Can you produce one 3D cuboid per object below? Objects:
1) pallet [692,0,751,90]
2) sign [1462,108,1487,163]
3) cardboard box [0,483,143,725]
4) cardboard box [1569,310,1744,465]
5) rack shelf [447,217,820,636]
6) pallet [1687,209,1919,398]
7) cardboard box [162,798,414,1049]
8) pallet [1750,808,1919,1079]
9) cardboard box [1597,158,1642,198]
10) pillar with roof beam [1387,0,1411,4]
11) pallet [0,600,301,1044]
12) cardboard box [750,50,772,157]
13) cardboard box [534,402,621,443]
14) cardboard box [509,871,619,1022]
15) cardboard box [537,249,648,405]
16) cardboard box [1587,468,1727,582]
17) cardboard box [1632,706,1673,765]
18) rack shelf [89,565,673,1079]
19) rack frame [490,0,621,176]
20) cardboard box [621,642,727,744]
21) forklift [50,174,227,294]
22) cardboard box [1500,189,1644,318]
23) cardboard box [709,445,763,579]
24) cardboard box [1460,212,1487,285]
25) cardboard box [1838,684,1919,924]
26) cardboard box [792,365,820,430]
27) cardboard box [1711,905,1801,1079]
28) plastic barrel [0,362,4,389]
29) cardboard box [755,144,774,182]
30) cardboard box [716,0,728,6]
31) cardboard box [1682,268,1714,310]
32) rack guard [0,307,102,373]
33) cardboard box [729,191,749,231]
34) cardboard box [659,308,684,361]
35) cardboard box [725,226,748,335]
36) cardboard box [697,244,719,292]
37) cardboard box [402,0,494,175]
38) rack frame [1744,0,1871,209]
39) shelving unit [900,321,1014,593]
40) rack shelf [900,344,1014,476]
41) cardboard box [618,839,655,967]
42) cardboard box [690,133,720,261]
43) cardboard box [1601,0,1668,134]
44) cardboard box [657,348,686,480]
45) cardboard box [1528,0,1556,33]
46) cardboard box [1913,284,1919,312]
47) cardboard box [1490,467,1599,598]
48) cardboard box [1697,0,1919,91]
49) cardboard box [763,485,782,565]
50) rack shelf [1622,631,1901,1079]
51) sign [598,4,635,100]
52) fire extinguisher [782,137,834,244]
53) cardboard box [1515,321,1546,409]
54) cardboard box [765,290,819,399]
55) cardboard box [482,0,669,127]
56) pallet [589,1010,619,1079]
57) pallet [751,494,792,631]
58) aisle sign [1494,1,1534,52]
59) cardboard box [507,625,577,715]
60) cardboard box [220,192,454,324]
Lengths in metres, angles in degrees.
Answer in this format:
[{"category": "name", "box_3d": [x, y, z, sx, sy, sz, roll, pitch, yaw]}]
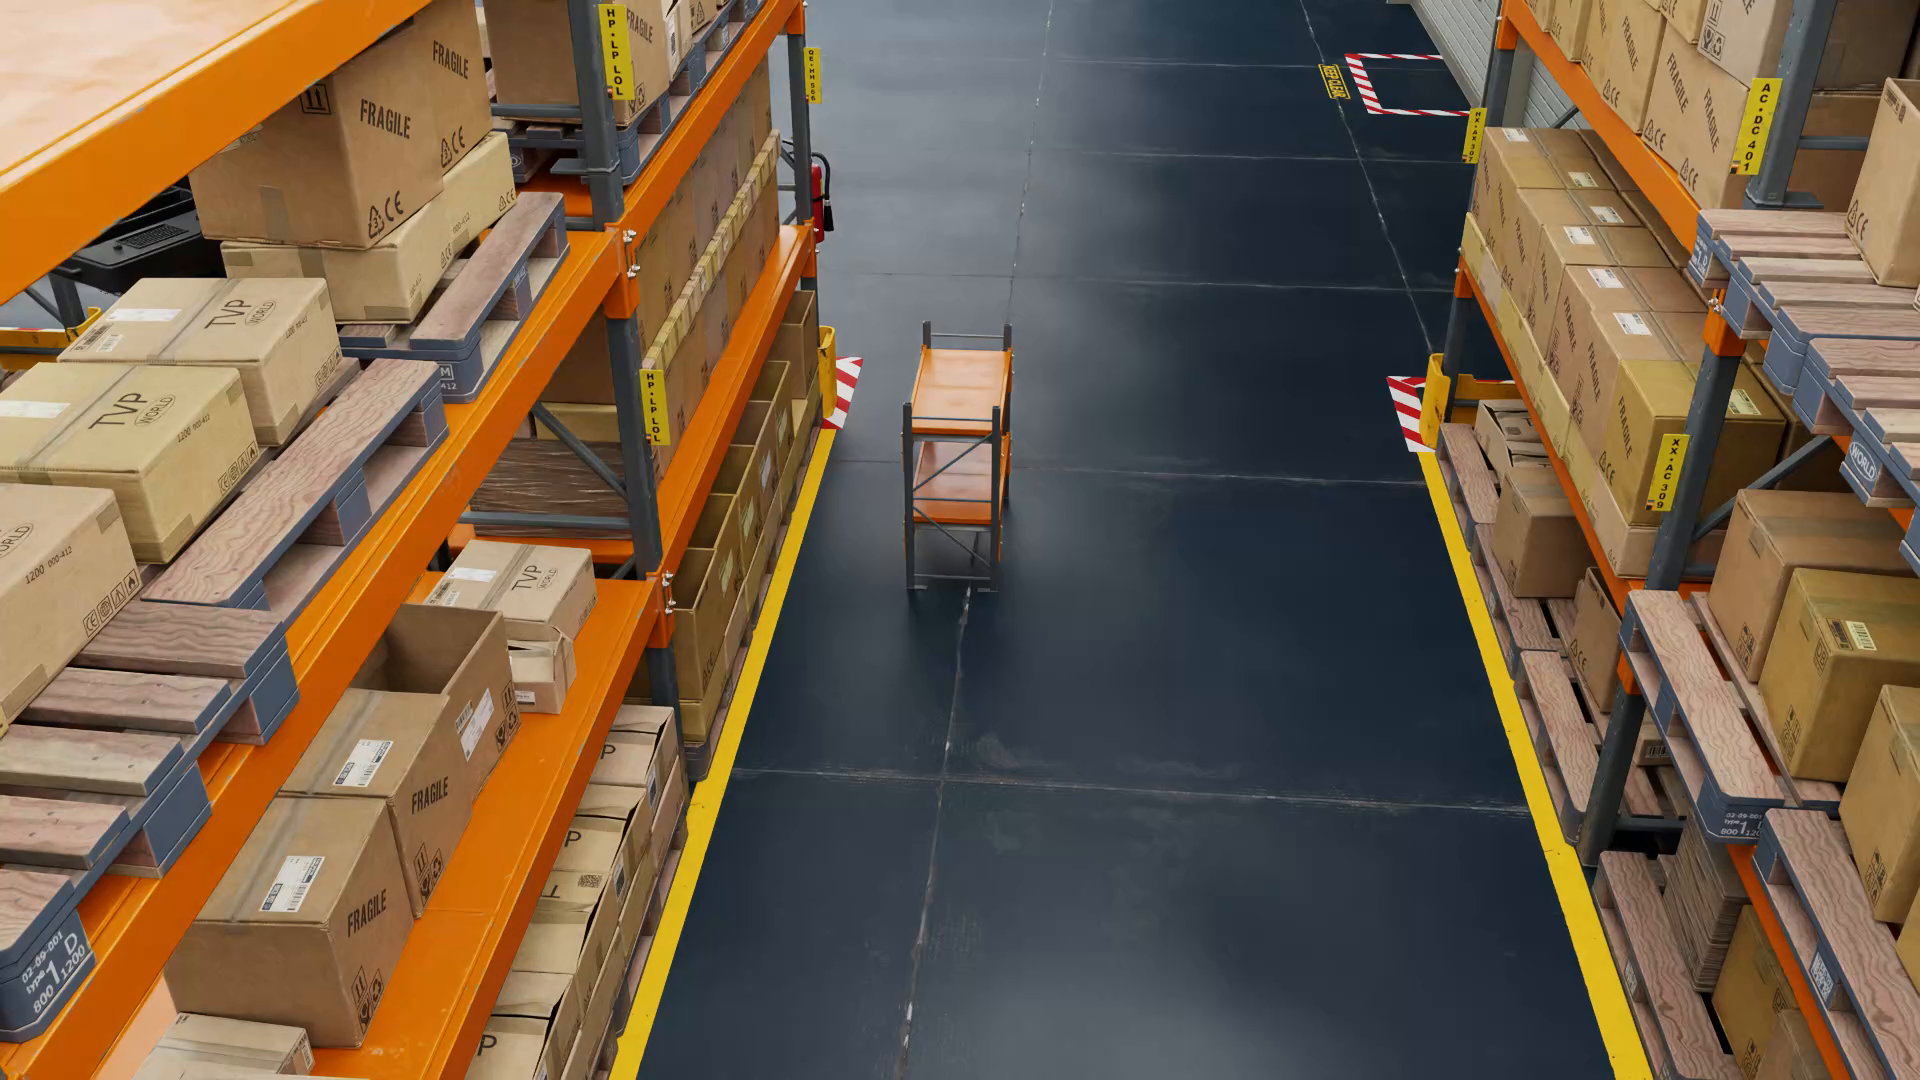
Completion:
[{"category": "pallet", "box_3d": [-1.587, -2.396, 7.785, 1.003, 0.211, 1.213, 2, 32, 4]}, {"category": "sign", "box_3d": [2.989, -2.347, 9.655, 0.100, 0.325, 0.005, 2, 32, 4]}, {"category": "cardboard box", "box_3d": [-2.053, 0.112, 3.374, 0.500, 0.250, 0.500, 3, 32, 5]}, {"category": "cardboard box", "box_3d": [2.970, -0.649, 7.134, 0.500, 0.500, 0.500, 2, 32, 4]}, {"category": "rack shelf", "box_3d": [-1.570, -0.813, 8.676, 1.077, 0.370, 4.000, 2, 32, 4]}, {"category": "pallet", "box_3d": [3.048, -0.743, 5.196, 1.213, 0.211, 1.003, 2, 32, 4]}, {"category": "cardboard box", "box_3d": [-1.938, 1.097, 4.795, 0.500, 0.500, 0.500, 1, 32, 1]}, {"category": "pallet", "box_3d": [2.999, 1.273, 4.789, 1.003, 0.211, 1.213, 2, 32, 4]}, {"category": "cardboard box", "box_3d": [3.653, -1.701, 8.840, 0.500, 0.500, 0.500, 3, 32, 5]}, {"category": "pillar with roof beam", "box_3d": [1.022, -10.565, 18.097, 9.100, 9.000, 0.400, 2, 32, 4]}, {"category": "pallet", "box_3d": [-2.092, 0.463, 3.241, 1.213, 0.211, 1.003, 4, 32, 6]}, {"category": "cardboard box", "box_3d": [-1.462, -2.489, 9.378, 0.700, 0.500, 0.500, 3, 32, 4]}, {"category": "cardboard box", "box_3d": [-1.518, -0.524, 6.809, 0.380, 0.149, 0.250, 2, 32, 4]}, {"category": "cardboard box", "box_3d": [-1.559, 1.437, 6.026, 0.500, 0.311, 0.500, 2, 32, 4]}, {"category": "cardboard box", "box_3d": [-1.703, -0.901, 6.801, 0.700, 0.500, 0.500, 3, 32, 4]}, {"category": "cardboard box", "box_3d": [2.941, -0.069, 6.907, 0.500, 0.250, 0.500, 3, 32, 4]}, {"category": "cardboard box", "box_3d": [3.218, 0.874, 7.534, 0.380, 0.166, 0.250, -2, 32, -2]}, {"category": "rack shelf", "box_3d": [-1.896, 1.279, 5.282, 1.077, 0.370, 4.000, 2, 32, 4]}, {"category": "rack frame", "box_3d": [-1.733, -2.627, 5.216, 1.000, 3.000, 0.127, 2, 32, 4]}, {"category": "cardboard box", "box_3d": [-1.393, 0.689, 7.774, 0.500, 0.250, 0.500, 2, 32, 4]}, {"category": "forklift", "box_3d": [-3.549, -0.539, 7.612, 1.130, 2.935, 3.031, 18, 36, 26]}, {"category": "cardboard box", "box_3d": [3.093, -1.455, 8.441, 0.500, 0.500, 0.500, 1, 32, 2]}, {"category": "cardboard box", "box_3d": [-1.302, -0.153, 8.425, 0.500, 0.500, 0.500, 2, 32, 4]}, {"category": "cardboard box", "box_3d": [3.174, -1.658, 9.486, 0.500, 0.250, 0.500, 2, 32, 3]}, {"category": "cardboard box", "box_3d": [3.054, 0.809, 4.845, 0.700, 0.500, 0.500, 7, 32, 11]}, {"category": "cardboard box", "box_3d": [-1.156, -0.880, 10.320, 0.500, 0.250, 0.500, 2, 32, 4]}, {"category": "cardboard box", "box_3d": [3.169, 1.671, 5.923, 0.700, 0.500, 0.500, 2, 32, 3]}, {"category": "plastic barrel", "box_3d": [-6.321, -1.151, 10.510, 0.421, 0.512, 0.421, 0, 32, 0]}, {"category": "cardboard box", "box_3d": [-1.268, -2.139, 9.428, 0.380, 0.149, 0.250, 3, 32, 5]}, {"category": "cardboard box", "box_3d": [-1.283, -2.738, 7.807, 0.500, 0.311, 0.500, 6, 32, 10]}, {"category": "cardboard box", "box_3d": [3.543, -0.895, 7.533, 0.500, 0.500, 0.500, 3, 32, 5]}, {"category": "rack guard", "box_3d": [-6.303, -1.273, 11.119, 1.175, 0.500, 0.348, 2, 32, 4]}, {"category": "cardboard box", "box_3d": [-1.333, -1.736, 8.775, 0.380, 0.149, 0.250, 3, 32, 6]}, {"category": "cardboard box", "box_3d": [-1.458, -0.928, 7.463, 0.380, 0.149, 0.250, 2, 32, 4]}, {"category": "cardboard box", "box_3d": [-1.542, -1.430, 8.896, 0.700, 0.500, 0.500, 3, 32, 4]}, {"category": "cardboard box", "box_3d": [-1.395, -1.335, 8.123, 0.380, 0.149, 0.250, 2, 32, 4]}, {"category": "cardboard box", "box_3d": [-1.822, -1.464, 5.215, 0.500, 0.500, 0.500, 3, 32, 5]}, {"category": "rack frame", "box_3d": [3.205, -2.418, 4.876, 1.000, 3.000, 0.127, 2, 32, 4]}, {"category": "shelving unit", "box_3d": [-0.001, -0.475, 9.229, 0.538, 1.125, 1.048, 2, 32, 4]}, {"category": "rack shelf", "box_3d": [-0.001, -0.725, 9.076, 0.538, 0.278, 1.000, 2, 32, 4]}, {"category": "cardboard box", "box_3d": [-1.521, 1.412, 6.601, 0.500, 0.250, 0.500, 2, 32, 3]}, {"category": "cardboard box", "box_3d": [-1.581, -1.688, 8.078, 0.700, 0.500, 0.500, 2, 32, 4]}, {"category": "cardboard box", "box_3d": [3.061, -2.022, 6.978, 0.500, 0.500, 0.500, 1, 32, 2]}, {"category": "cardboard box", "box_3d": [-1.667, -0.624, 7.589, 0.700, 0.500, 0.500, 2, 32, 3]}, {"category": "cardboard box", "box_3d": [3.175, -2.840, 8.306, 0.500, 0.500, 0.500, 4, 32, 7]}, {"category": "cardboard box", "box_3d": [3.030, -0.677, 4.596, 0.500, 0.311, 0.500, 3, 32, 6]}, {"category": "cardboard box", "box_3d": [3.228, -0.041, 8.701, 0.700, 0.500, 0.500, 1, 32, 1]}, {"category": "cardboard box", "box_3d": [2.975, -1.891, 5.813, 0.500, 0.500, 0.500, 0, 32, 0]}, {"category": "cardboard box", "box_3d": [-1.267, -0.095, 9.047, 0.500, 0.250, 0.500, 2, 32, 4]}, {"category": "rack shelf", "box_3d": [3.042, 1.488, 4.942, 1.077, 0.370, 4.000, 2, 32, 4]}, {"category": "sign", "box_3d": [-1.191, -1.686, 5.756, 0.100, 0.325, 0.005, 2, 32, 4]}, {"category": "fire extinguisher", "box_3d": [-0.935, -2.174, 10.273, 0.296, 0.674, 0.183, 2, 32, 4]}, {"category": "cardboard box", "box_3d": [3.055, -0.856, 8.184, 0.500, 0.250, 0.500, 3, 32, 4]}, {"category": "cardboard box", "box_3d": [-1.154, -1.199, 10.123, 0.500, 0.500, 0.500, 2, 32, 4]}, {"category": "cardboard box", "box_3d": [-1.429, -1.884, 6.239, 0.500, 0.500, 0.500, 5, 32, 8]}, {"category": "pallet", "box_3d": [-1.851, 2.140, 5.856, 1.003, 0.211, 1.213, 2, 32, 4]}, {"category": "pallet", "box_3d": [-1.530, 0.060, 9.232, 1.003, 0.211, 1.213, 2, 32, 4]}, {"category": "aisle sign", "box_3d": [3.237, -3.113, 9.244, 0.394, 0.787, 0.004, 2, 32, 4]}, {"category": "cardboard box", "box_3d": [-1.621, 0.451, 6.067, 0.396, 0.266, 0.258, 2, 32, 3]}, {"category": "cardboard box", "box_3d": [-1.835, -0.856, 4.944, 0.500, 0.250, 0.500, 0, 32, -1]}]
